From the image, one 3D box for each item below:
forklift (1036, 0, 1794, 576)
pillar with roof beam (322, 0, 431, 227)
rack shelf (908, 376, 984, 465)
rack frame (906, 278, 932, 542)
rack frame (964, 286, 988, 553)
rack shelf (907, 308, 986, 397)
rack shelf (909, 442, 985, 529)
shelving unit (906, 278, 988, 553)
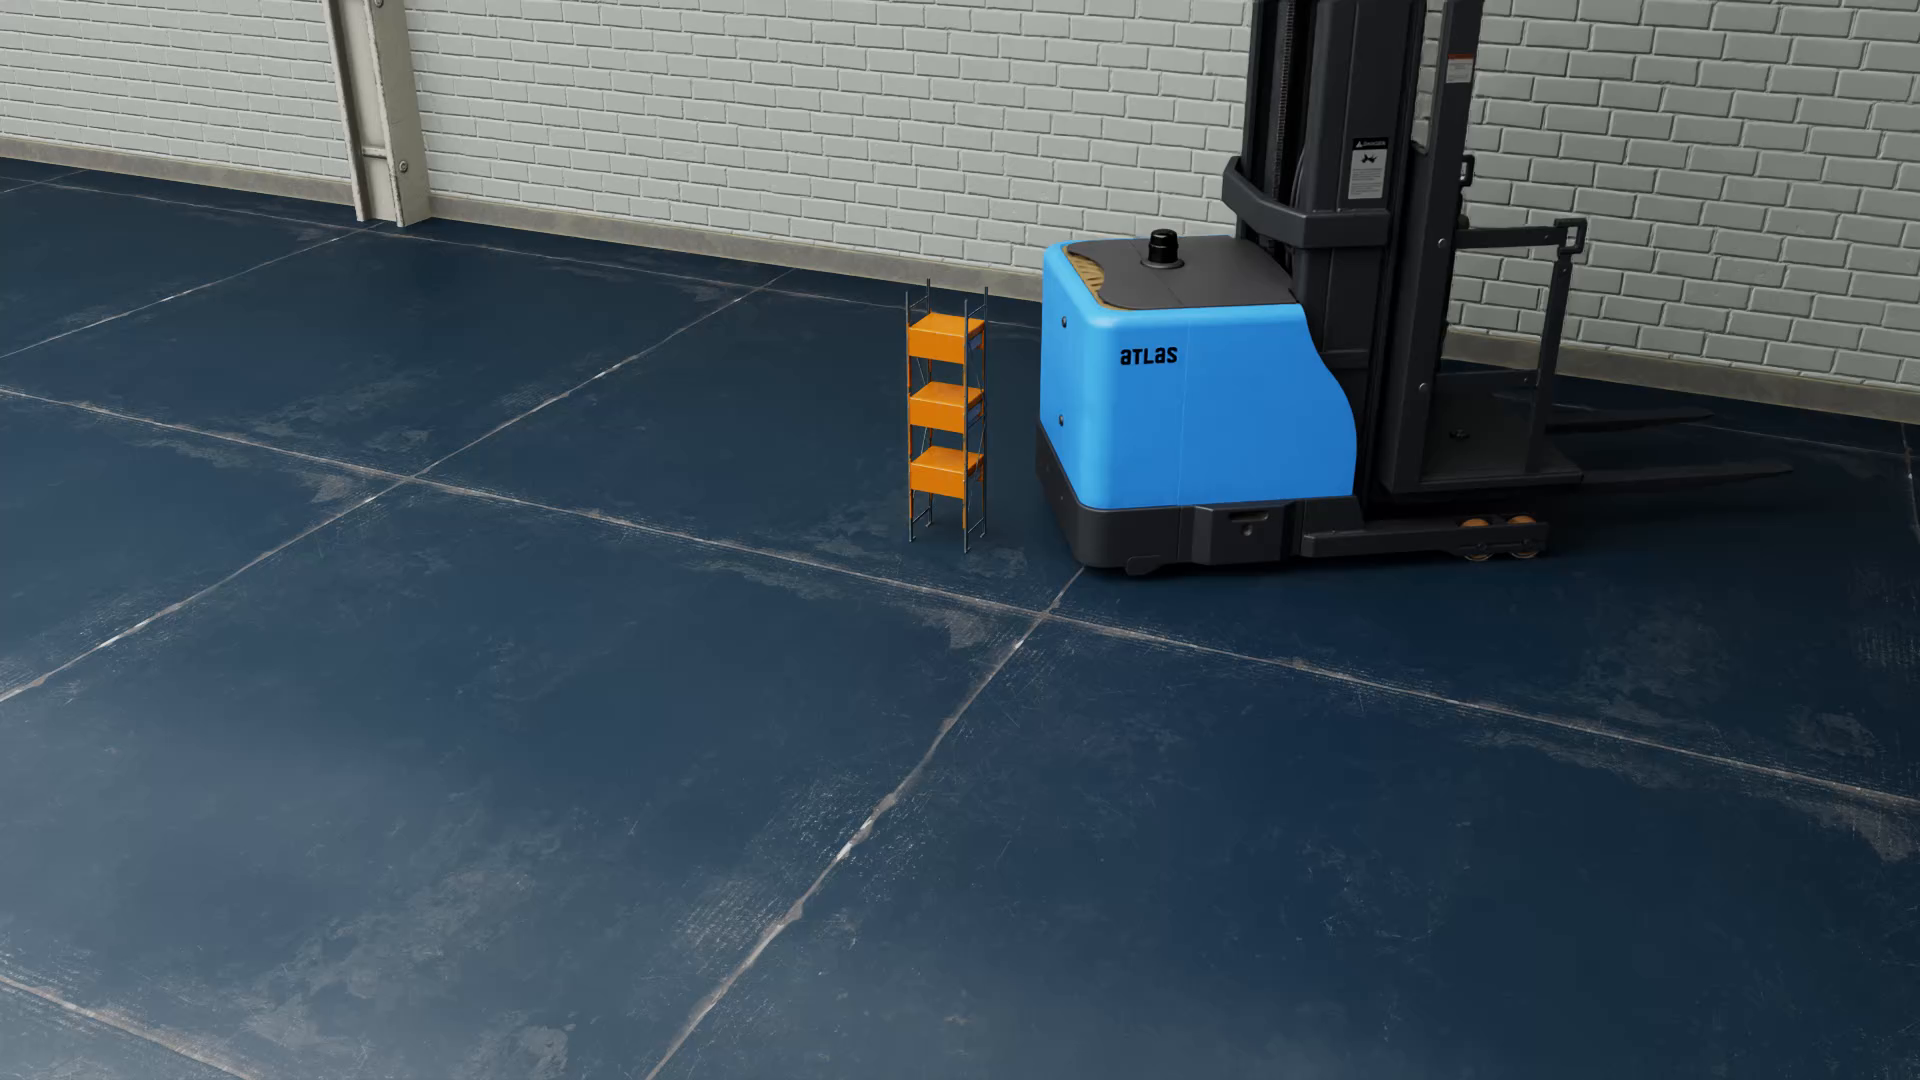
[{"bbox_3d":[1.887,-1.458,6.393,3.031,2.935,1.130,-4,26,-7],"label":"forklift"},{"bbox_3d":[-5.557,-4.461,5.622,0.400,9.000,9.100,11,28,22],"label":"pillar with roof beam"},{"bbox_3d":[-0.049,-0.471,6.543,0.240,0.259,0.215,11,28,22],"label":"rack shelf"},{"bbox_3d":[-0.160,-0.503,6.583,0.008,1.050,0.200,11,28,22],"label":"rack frame"},{"bbox_3d":[0.062,-0.458,6.493,0.008,1.050,0.200,11,28,22],"label":"rack frame"},{"bbox_3d":[-0.049,-0.726,6.417,0.240,0.259,0.215,11,28,22],"label":"rack shelf"},{"bbox_3d":[-0.049,-0.222,6.665,0.240,0.259,0.215,11,28,22],"label":"rack shelf"},{"bbox_3d":[-0.049,-0.481,6.538,0.252,1.050,0.215,11,28,22],"label":"shelving unit"}]
